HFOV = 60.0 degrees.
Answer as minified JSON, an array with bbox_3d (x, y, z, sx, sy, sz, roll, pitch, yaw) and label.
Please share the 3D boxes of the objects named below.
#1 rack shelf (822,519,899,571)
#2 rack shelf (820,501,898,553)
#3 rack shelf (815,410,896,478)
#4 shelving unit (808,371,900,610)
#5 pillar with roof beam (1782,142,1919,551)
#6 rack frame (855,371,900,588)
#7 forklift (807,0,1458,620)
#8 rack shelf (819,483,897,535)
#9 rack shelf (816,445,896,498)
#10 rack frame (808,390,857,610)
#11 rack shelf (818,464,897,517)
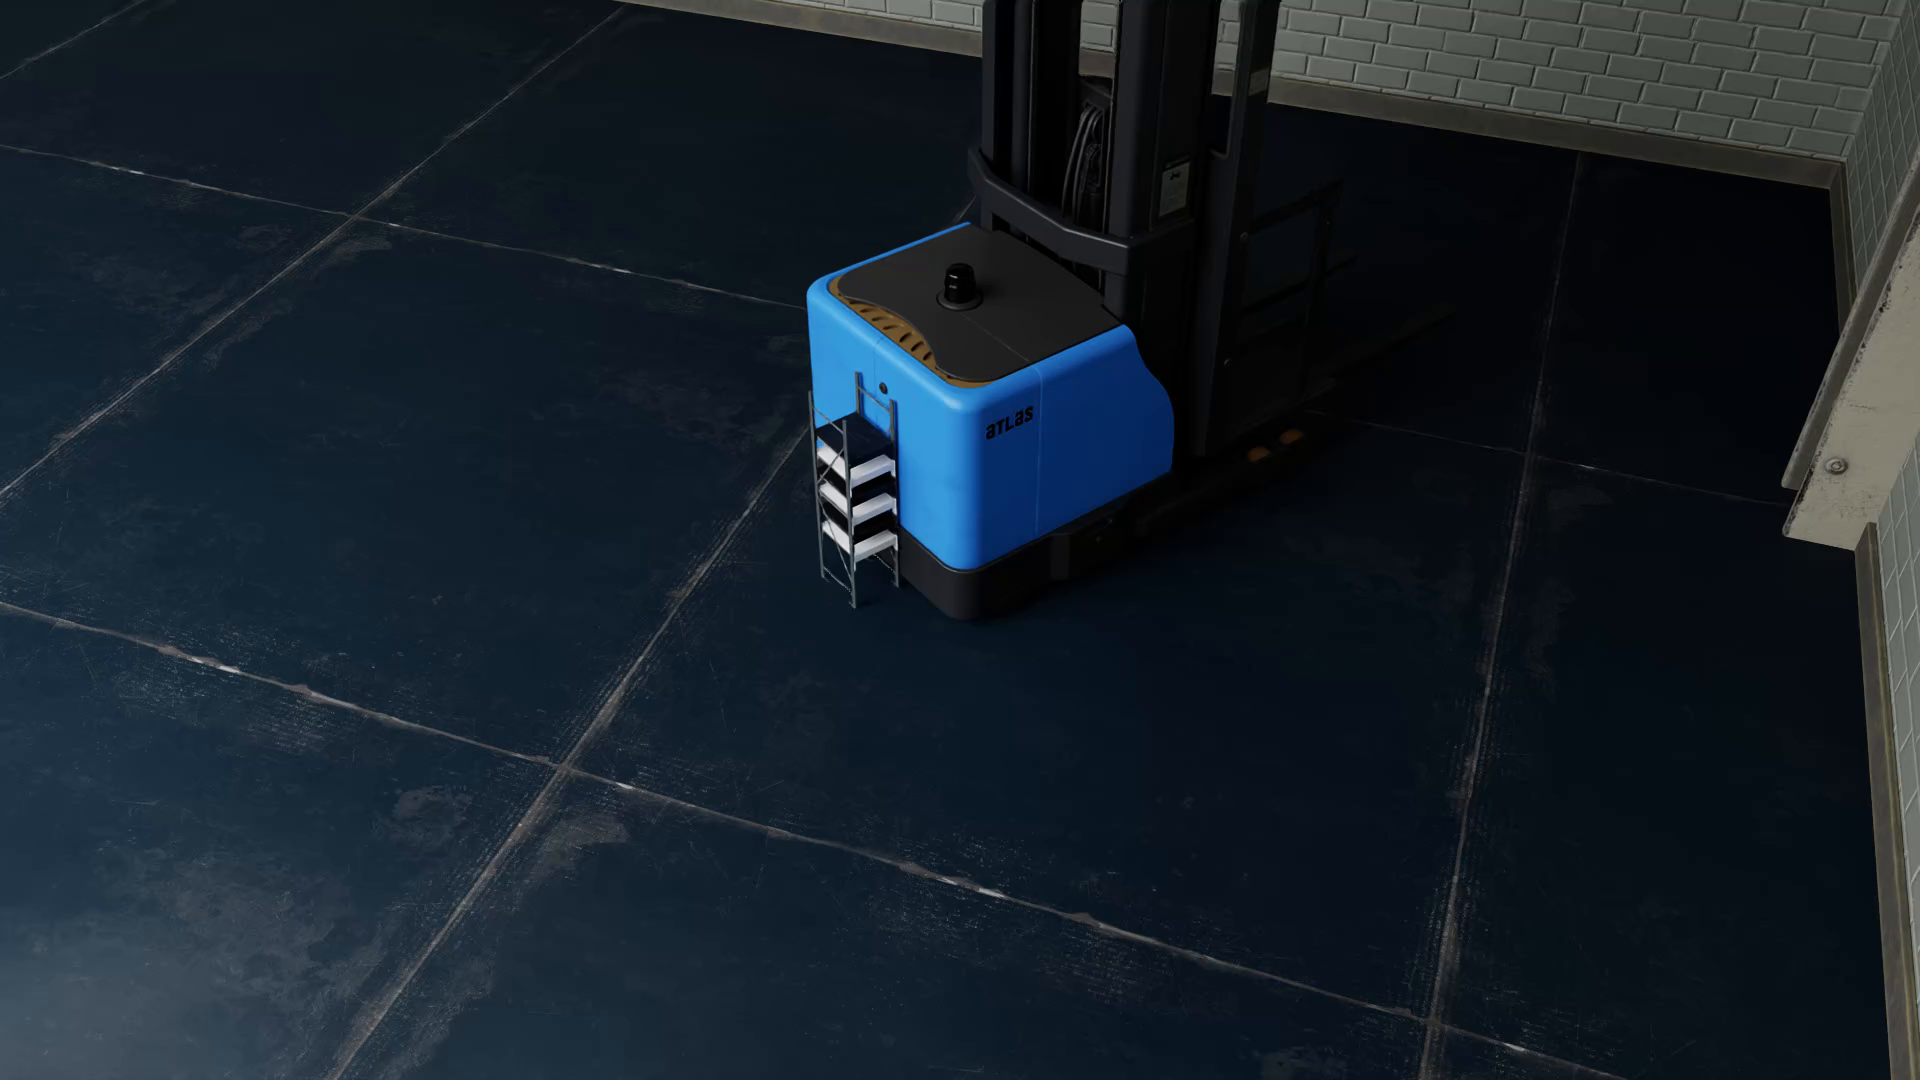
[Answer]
[{"bbox_3d":[-0.392,-0.013,6.400,0.200,0.077,0.258,-26,47,-27],"label":"rack shelf"},{"bbox_3d":[-0.392,-0.081,6.342,0.200,0.077,0.258,-26,47,-27],"label":"rack shelf"},{"bbox_3d":[-0.392,-0.355,6.108,0.200,0.077,0.258,-26,47,-27],"label":"rack shelf"},{"bbox_3d":[-0.392,-0.175,6.262,0.210,0.900,0.258,-26,47,-27],"label":"shelving unit"},{"bbox_3d":[-0.482,-4.483,5.072,9.100,9.000,0.400,13,42,15],"label":"pillar with roof beam"},{"bbox_3d":[-0.311,-0.215,6.309,0.006,0.900,0.240,-26,47,-27],"label":"rack frame"},{"bbox_3d":[0.889,-1.595,6.361,3.031,2.935,1.130,-26,47,-27],"label":"forklift"},{"bbox_3d":[-0.392,-0.150,6.283,0.200,0.077,0.258,-26,47,-27],"label":"rack shelf"},{"bbox_3d":[-0.392,-0.287,6.167,0.200,0.077,0.258,-26,47,-27],"label":"rack shelf"},{"bbox_3d":[-0.473,-0.135,6.215,0.006,0.900,0.240,-26,47,-27],"label":"rack frame"},{"bbox_3d":[-0.392,-0.218,6.225,0.200,0.077,0.258,-26,47,-27],"label":"rack shelf"}]
